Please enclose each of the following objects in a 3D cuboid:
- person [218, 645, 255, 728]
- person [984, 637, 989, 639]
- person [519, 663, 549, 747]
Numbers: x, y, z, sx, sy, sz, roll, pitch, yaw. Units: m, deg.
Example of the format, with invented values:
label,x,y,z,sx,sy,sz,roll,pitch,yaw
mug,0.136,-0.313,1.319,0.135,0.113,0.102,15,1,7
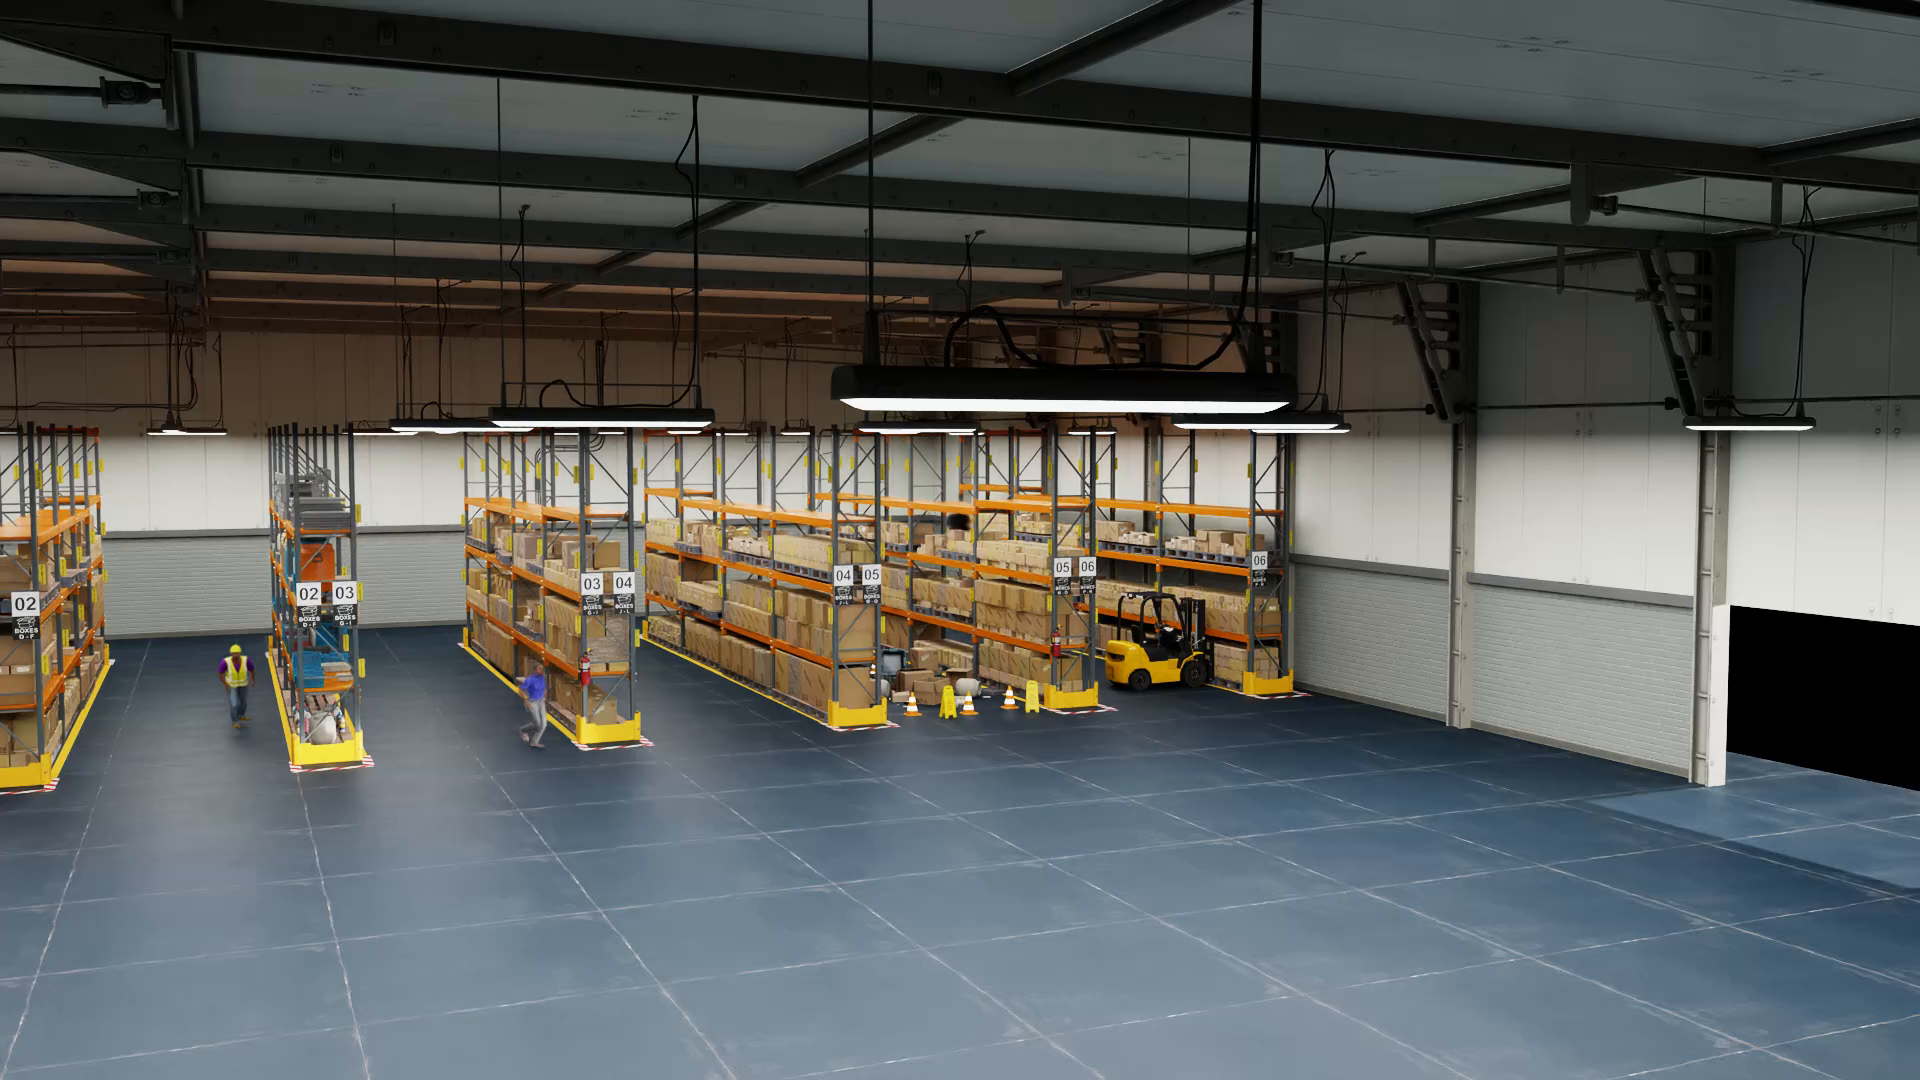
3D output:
label,x,y,z,sx,sy,sz,roll,pitch,yaw
person,-14.331,2.879,32.916,0.678,1.672,0.868,-3,4,-38
person,0.905,2.187,43.612,0.665,1.737,0.837,-2,4,-33
person,-7.910,3.057,30.847,0.574,1.582,0.600,2,4,31
